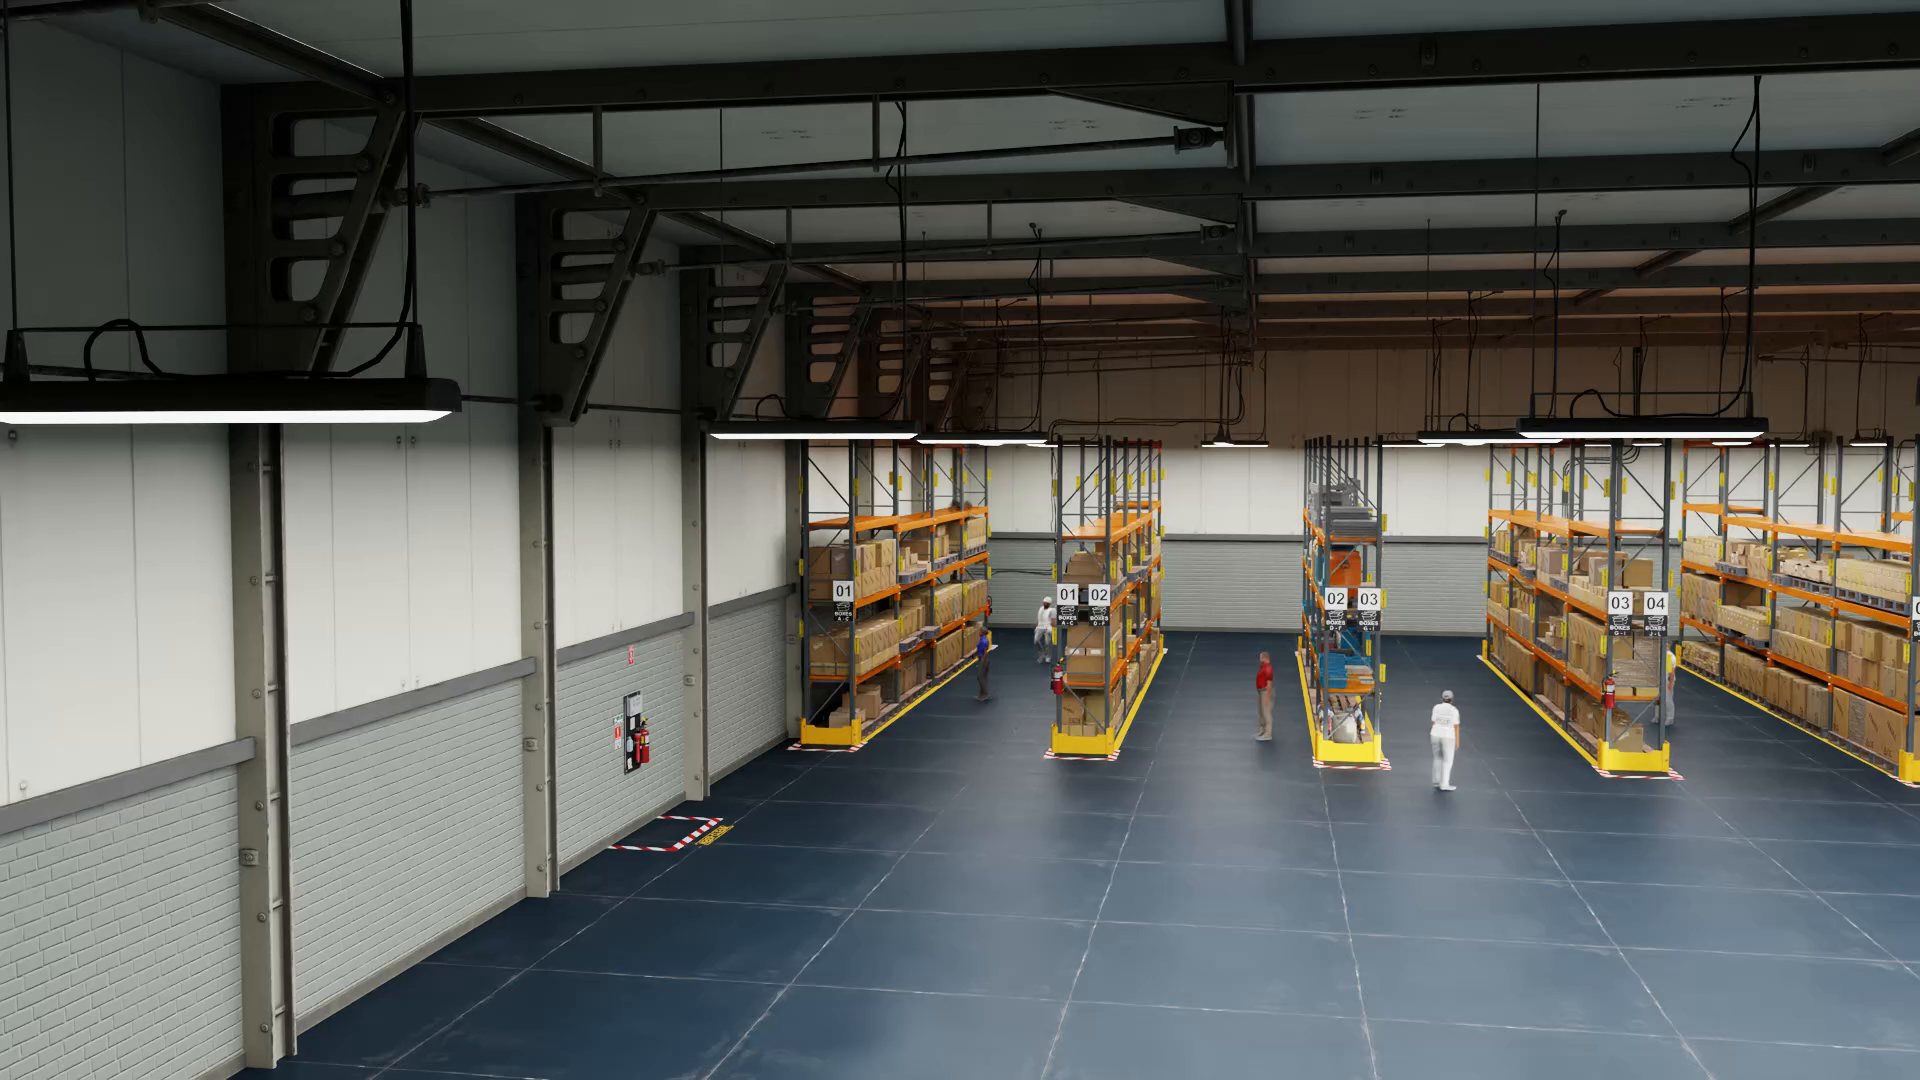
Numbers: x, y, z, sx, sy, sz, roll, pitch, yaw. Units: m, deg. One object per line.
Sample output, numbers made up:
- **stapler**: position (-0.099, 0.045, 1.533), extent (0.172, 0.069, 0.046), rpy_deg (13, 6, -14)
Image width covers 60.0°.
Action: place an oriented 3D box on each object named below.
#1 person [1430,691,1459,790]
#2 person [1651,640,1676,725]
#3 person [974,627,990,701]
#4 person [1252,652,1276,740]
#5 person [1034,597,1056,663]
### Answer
- **person**: position (8.193, 3.373, 28.044), extent (0.439, 1.672, 0.501), rpy_deg (-3, 4, -41)
- **person**: position (14.711, 2.950, 34.758), extent (0.419, 1.779, 0.580), rpy_deg (-1, 3, -19)
- **person**: position (0.506, 2.841, 38.185), extent (0.347, 1.702, 0.530), rpy_deg (0, 3, 0)
- **person**: position (6.018, 3.071, 32.908), extent (0.422, 1.727, 0.586), rpy_deg (0, 3, 2)
- **person**: position (2.248, 2.429, 44.657), extent (0.643, 1.796, 0.628), rpy_deg (2, 4, 29)
